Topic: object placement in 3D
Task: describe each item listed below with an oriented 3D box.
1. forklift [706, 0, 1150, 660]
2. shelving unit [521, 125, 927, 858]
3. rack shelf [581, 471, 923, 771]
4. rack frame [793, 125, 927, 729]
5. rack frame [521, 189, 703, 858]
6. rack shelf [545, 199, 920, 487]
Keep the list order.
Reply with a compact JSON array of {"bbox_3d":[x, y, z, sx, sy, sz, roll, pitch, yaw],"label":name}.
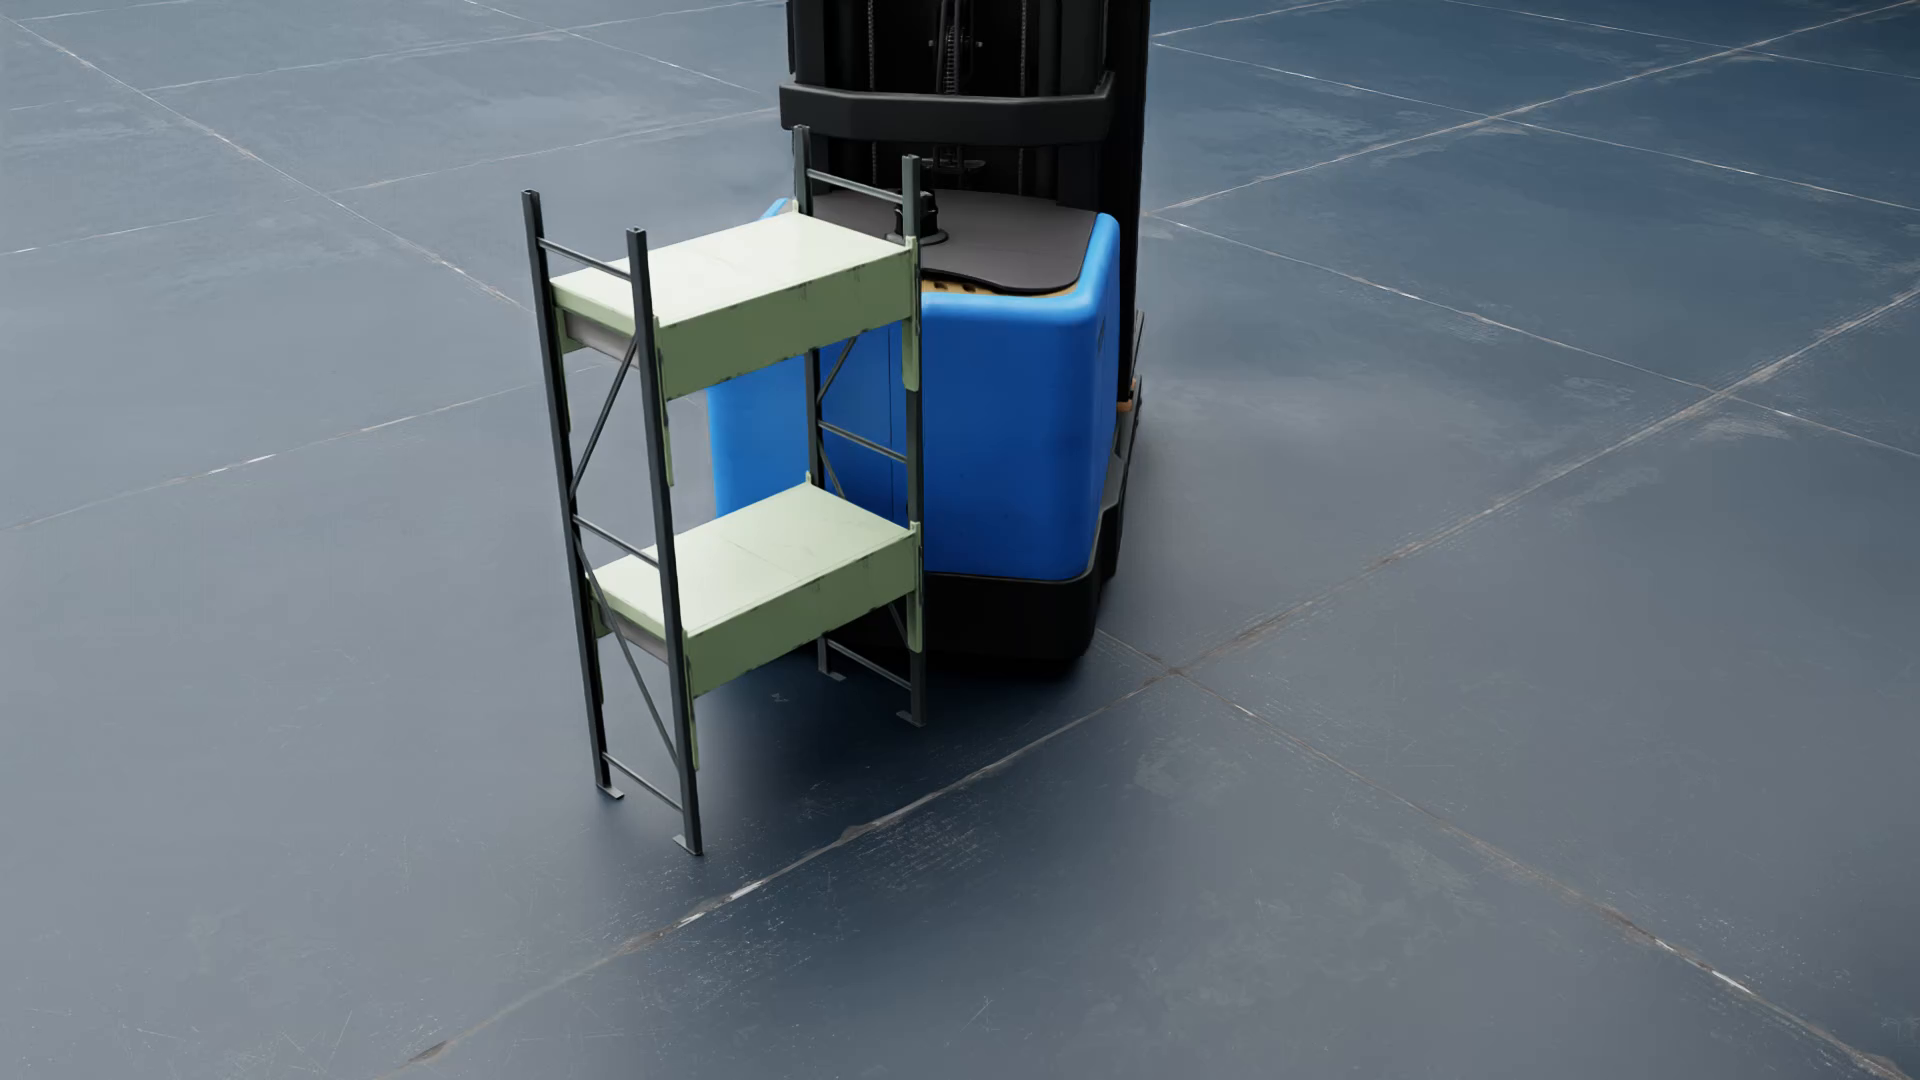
[{"bbox_3d":[0.061,-1.640,5.210,1.130,2.935,3.031,4,28,8],"label":"forklift"},{"bbox_3d":[-0.494,-0.115,3.875,0.431,1.500,0.755,25,37,38],"label":"shelving unit"},{"bbox_3d":[-0.494,0.172,4.028,0.431,0.370,0.720,25,37,38],"label":"rack shelf"},{"bbox_3d":[-0.238,-0.239,4.105,0.400,1.500,0.023,25,37,38],"label":"rack frame"},{"bbox_3d":[-0.750,0.008,3.644,0.400,1.500,0.023,25,37,38],"label":"rack frame"},{"bbox_3d":[-0.494,-0.460,3.691,0.431,0.370,0.720,25,37,38],"label":"rack shelf"}]
